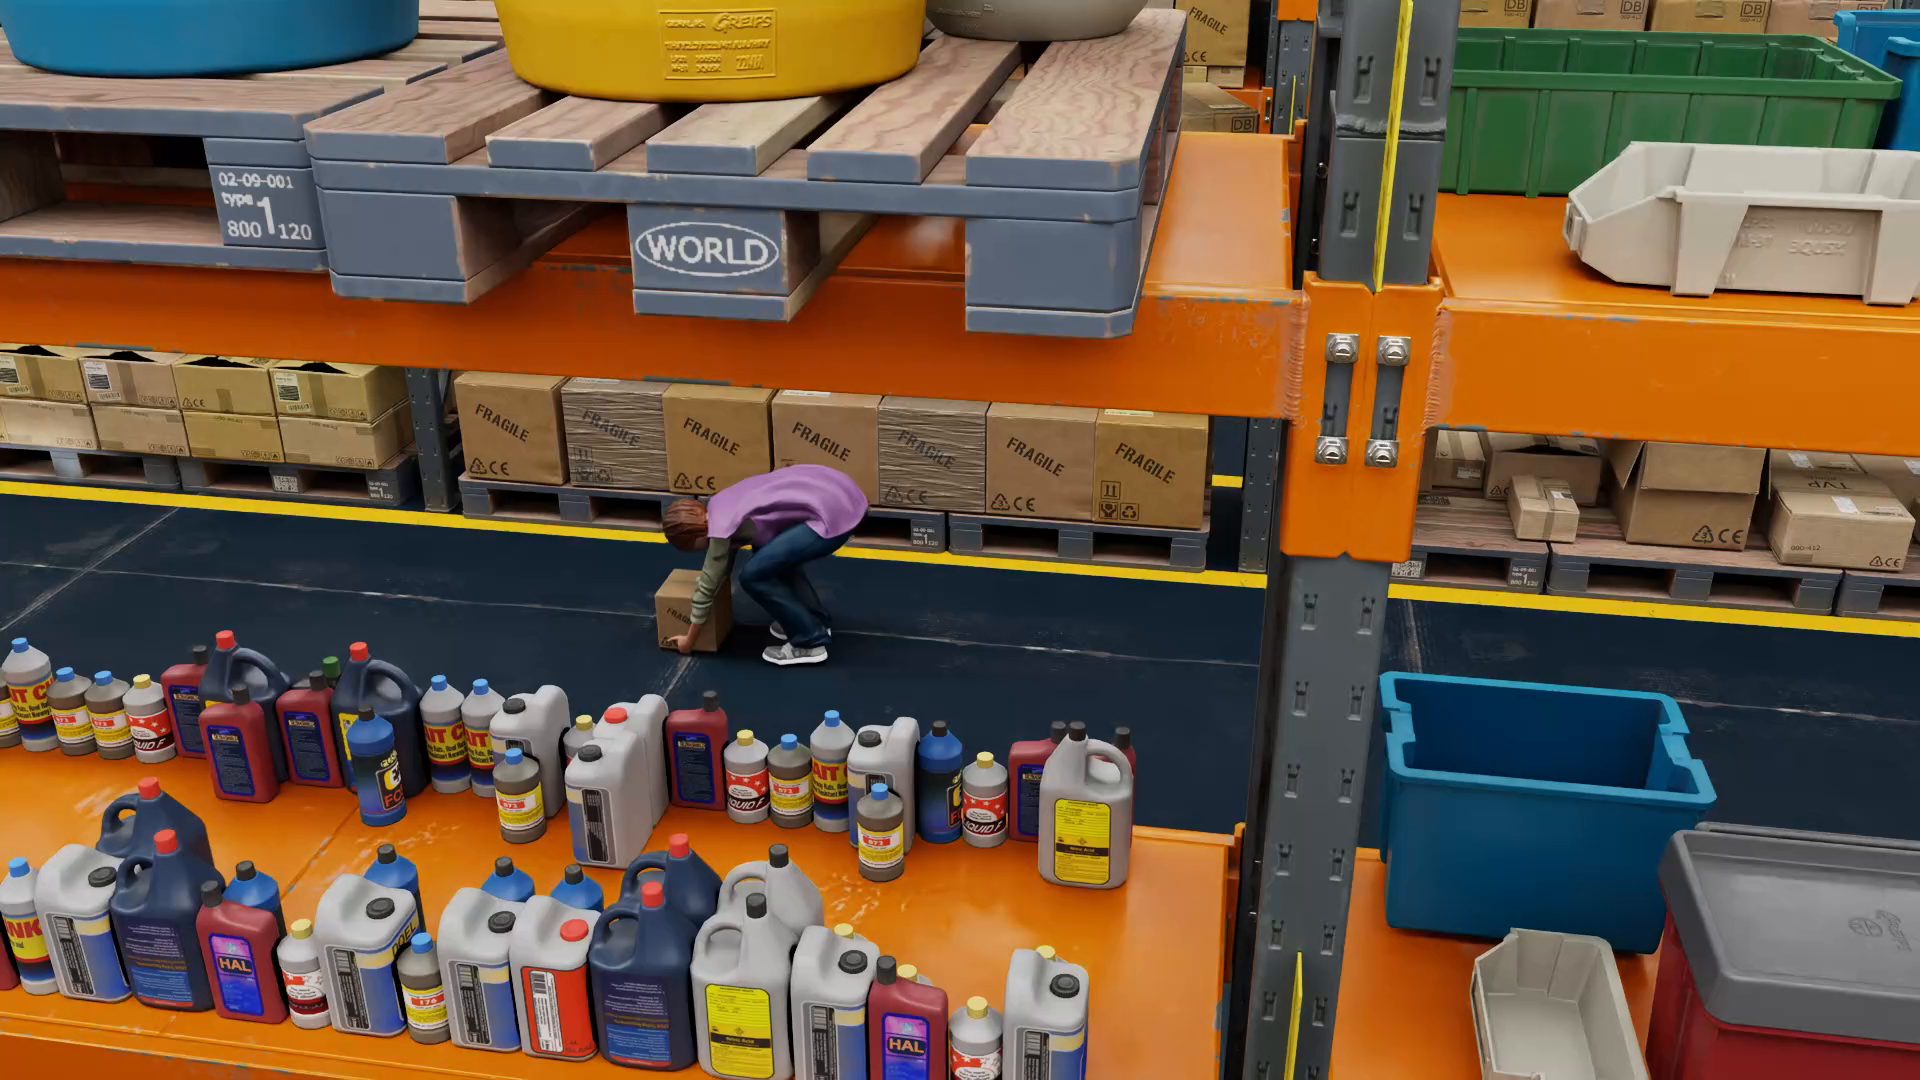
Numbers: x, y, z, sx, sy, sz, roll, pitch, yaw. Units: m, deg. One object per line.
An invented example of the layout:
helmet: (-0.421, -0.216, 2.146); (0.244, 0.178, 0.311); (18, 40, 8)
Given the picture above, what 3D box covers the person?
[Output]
person: (-0.745, 0.097, 6.866); (0.716, 0.782, 0.360); (3, 25, 6)
